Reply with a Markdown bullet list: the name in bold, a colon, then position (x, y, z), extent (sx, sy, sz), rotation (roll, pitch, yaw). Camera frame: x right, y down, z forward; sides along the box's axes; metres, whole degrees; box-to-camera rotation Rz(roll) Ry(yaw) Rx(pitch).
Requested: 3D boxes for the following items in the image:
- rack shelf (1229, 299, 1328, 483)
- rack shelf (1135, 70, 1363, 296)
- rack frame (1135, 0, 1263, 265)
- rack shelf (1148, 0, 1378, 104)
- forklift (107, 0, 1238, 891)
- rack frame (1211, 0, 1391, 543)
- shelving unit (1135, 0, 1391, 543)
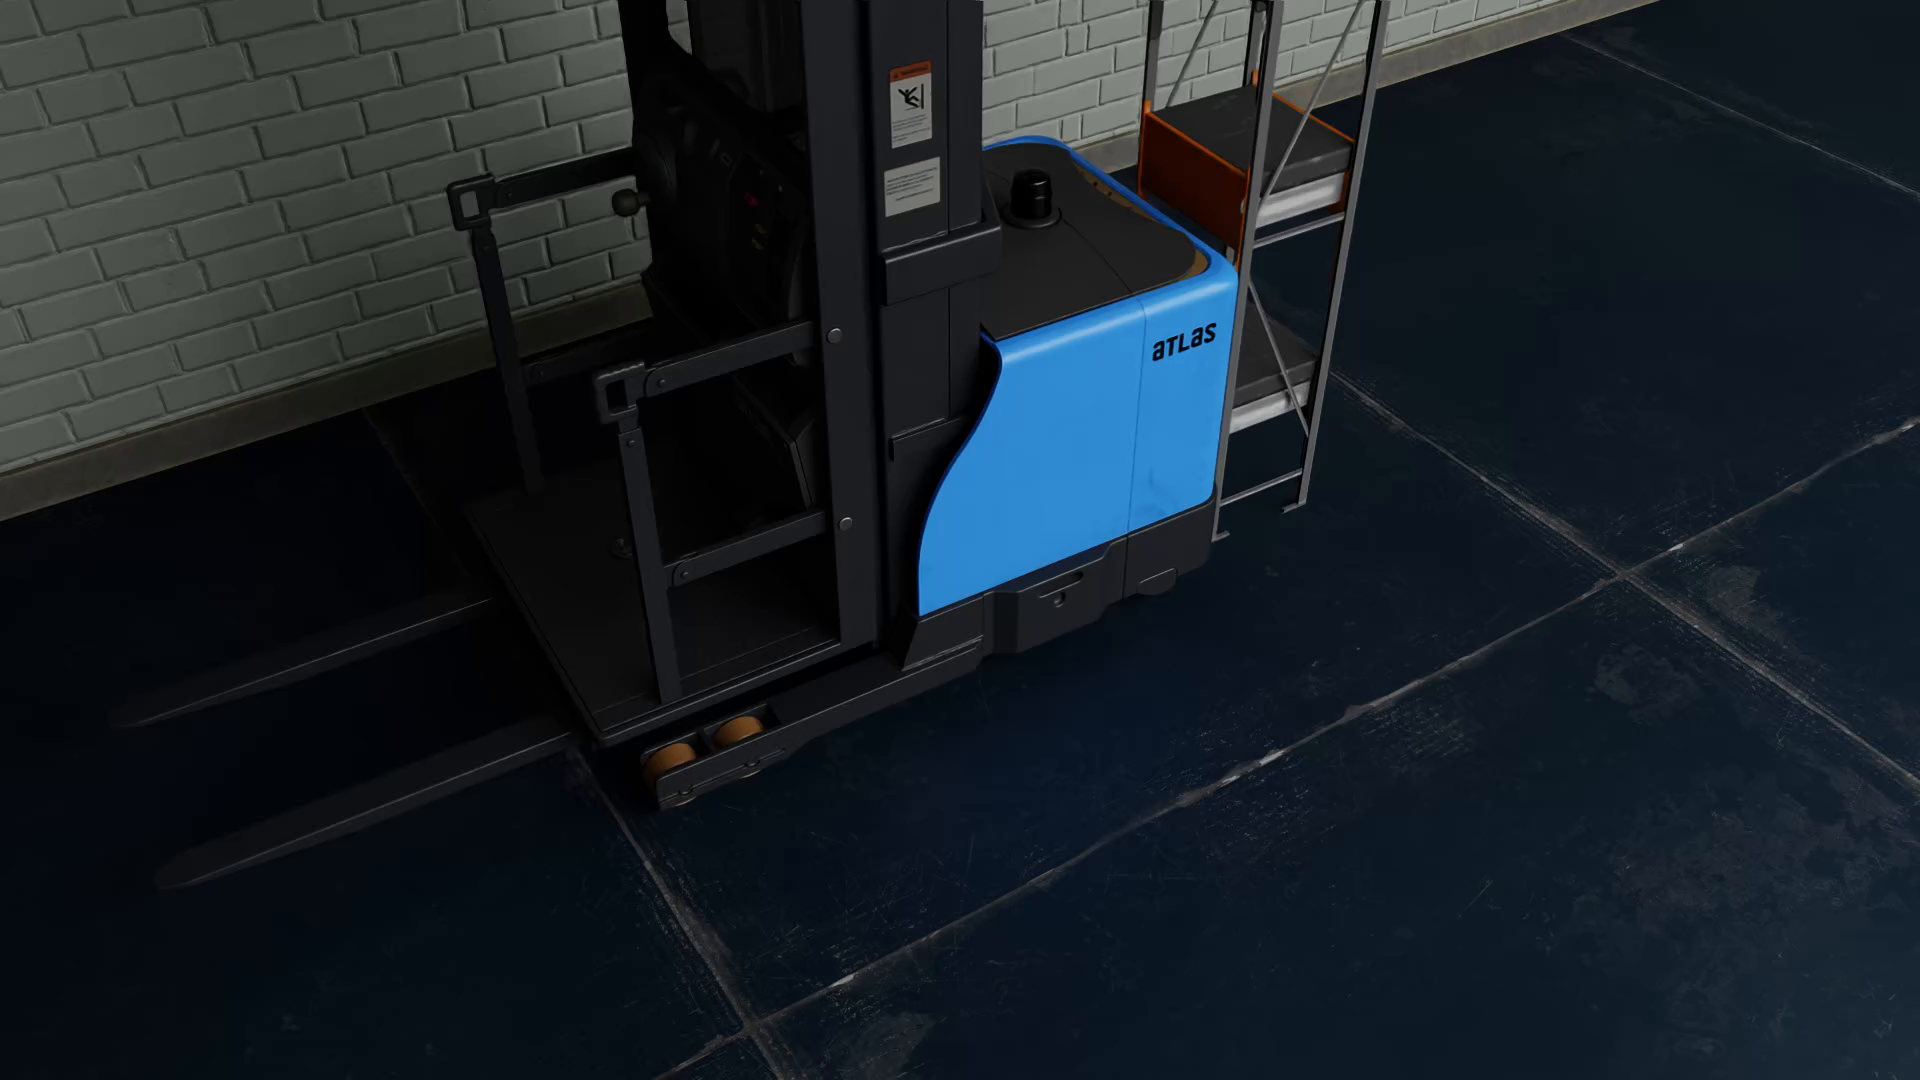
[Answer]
- **rack shelf**: position (0.819, -0.446, 5.260), extent (0.431, 0.518, 0.480), rotation (-21, 44, -23)
- **rack shelf**: position (0.819, -0.984, 4.812), extent (0.431, 0.518, 0.480), rotation (-21, 44, -23)
- **rack frame**: position (0.694, -1.129, 4.964), extent (0.400, 2.100, 0.015), rotation (-21, 44, -23)
- **rack shelf**: position (0.819, -1.522, 4.364), extent (0.431, 0.518, 0.480), rotation (-21, 44, -23)
- **forklift**: position (-0.762, -0.811, 3.933), extent (3.031, 2.935, 1.130), rotation (-21, 44, -23)
- **rack frame**: position (0.944, -0.860, 4.642), extent (0.400, 2.100, 0.015), rotation (-21, 44, -23)
- **shelving unit**: position (0.819, -0.995, 4.803), extent (0.431, 2.100, 0.503), rotation (-21, 44, -23)
